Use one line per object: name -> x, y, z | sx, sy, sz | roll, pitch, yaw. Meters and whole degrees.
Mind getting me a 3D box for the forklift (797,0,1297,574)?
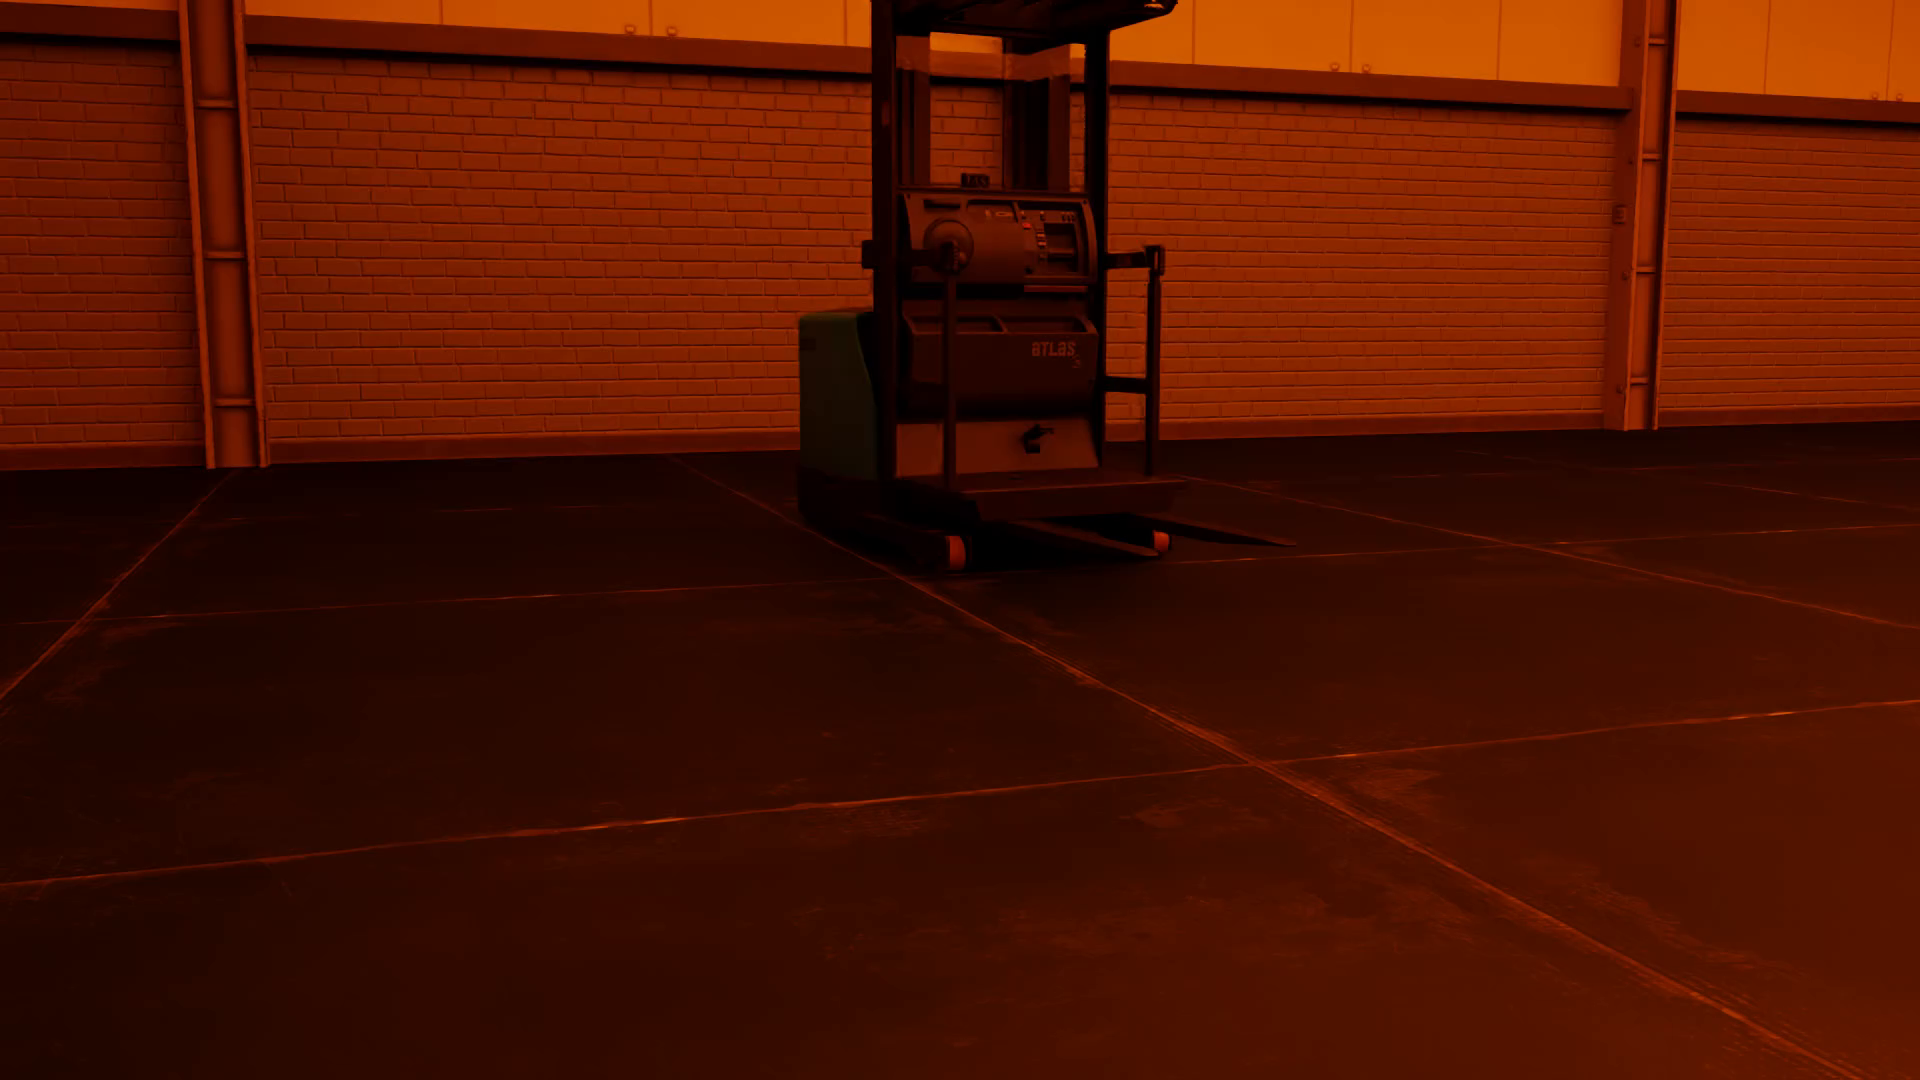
forklift -> 0.281, -1.379, 7.186 | 1.130, 2.935, 3.031 | -4, 9, -26
